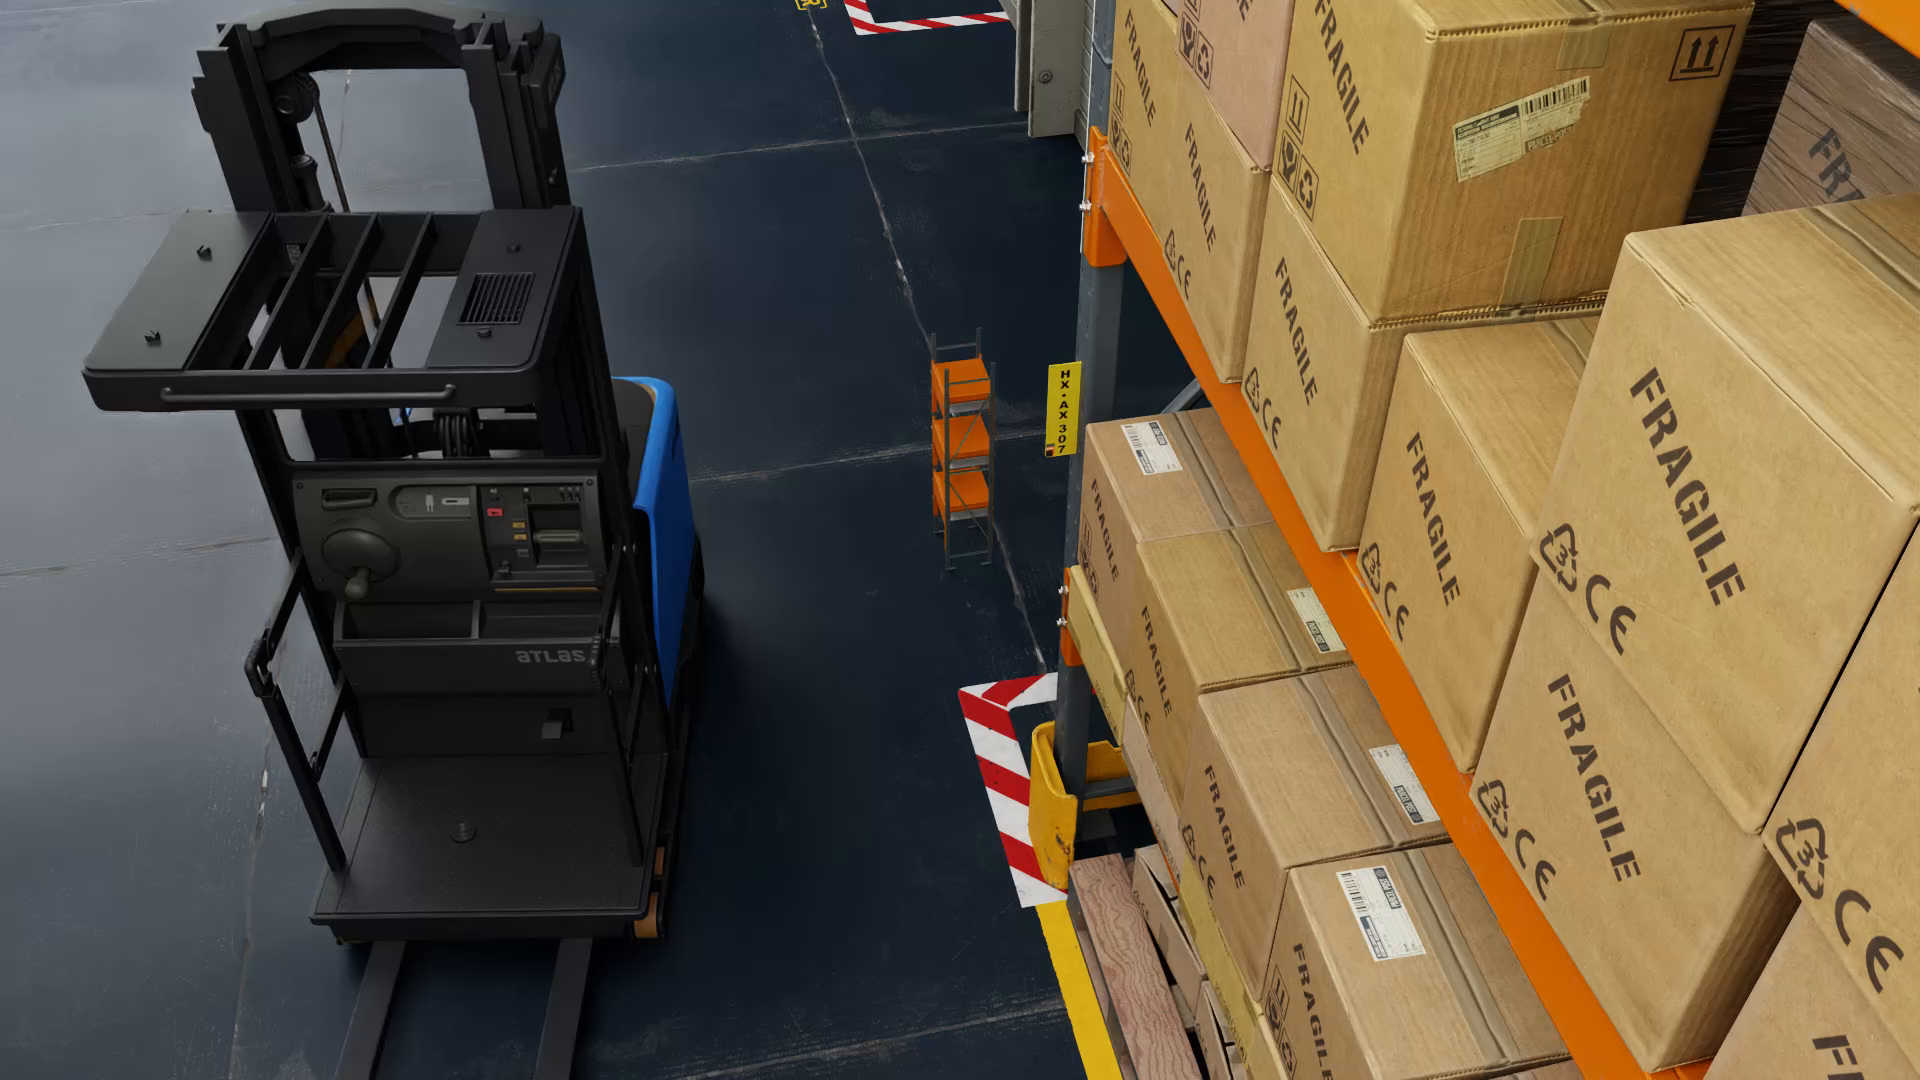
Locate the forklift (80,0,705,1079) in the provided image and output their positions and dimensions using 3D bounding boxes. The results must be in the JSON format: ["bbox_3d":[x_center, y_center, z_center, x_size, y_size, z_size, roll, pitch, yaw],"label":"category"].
[{"bbox_3d":[-1.565,0.065,4.969,1.130,2.935,3.031,-1,42,-1],"label":"forklift"}]

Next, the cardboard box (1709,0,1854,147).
[{"bbox_3d":[1.304,-1.072,3.095,0.500,0.500,0.500,-6,42,-7],"label":"cardboard box"}]

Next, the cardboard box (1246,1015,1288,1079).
[{"bbox_3d":[0.960,1.279,3.648,0.500,0.250,0.500,-8,42,-9],"label":"cardboard box"}]

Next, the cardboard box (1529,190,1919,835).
[{"bbox_3d":[1.066,-0.050,1.943,0.500,0.500,0.500,-10,43,-11],"label":"cardboard box"}]

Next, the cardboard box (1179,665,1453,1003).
[{"bbox_3d":[0.839,0.653,3.788,0.500,0.500,0.500,-10,42,-11],"label":"cardboard box"}]

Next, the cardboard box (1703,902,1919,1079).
[{"bbox_3d":[1.244,0.679,1.875,0.500,0.500,0.500,-12,43,-13],"label":"cardboard box"}]

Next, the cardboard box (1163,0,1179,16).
[{"bbox_3d":[0.674,-1.381,3.443,0.500,0.500,0.500,-11,43,-12],"label":"cardboard box"}]

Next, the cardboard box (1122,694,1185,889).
[{"bbox_3d":[0.749,0.620,4.390,0.500,0.250,0.500,-10,42,-11],"label":"cardboard box"}]

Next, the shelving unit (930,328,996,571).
[{"bbox_3d":[0.012,-0.358,6.862,0.215,1.050,0.252,-8,42,-9],"label":"shelving unit"}]

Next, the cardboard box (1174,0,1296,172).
[{"bbox_3d":[0.732,-1.049,3.069,0.500,0.500,0.500,-9,42,-10],"label":"cardboard box"}]

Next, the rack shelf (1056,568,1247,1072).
[{"bbox_3d":[1.259,1.440,3.910,1.077,0.370,4.000,-8,42,-9],"label":"rack shelf"}]

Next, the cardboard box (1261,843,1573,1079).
[{"bbox_3d":[0.962,0.986,3.413,0.500,0.500,0.500,-7,42,-8],"label":"cardboard box"}]

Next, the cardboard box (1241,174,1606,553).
[{"bbox_3d":[0.853,-0.350,3.035,0.500,0.500,0.500,-7,42,-7],"label":"cardboard box"}]

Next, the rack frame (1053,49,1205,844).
[{"bbox_3d":[0.827,-0.125,5.131,1.000,3.000,0.127,-8,42,-9],"label":"rack frame"}]

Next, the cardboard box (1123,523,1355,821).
[{"bbox_3d":[0.734,0.317,4.166,0.500,0.500,0.500,-8,42,-9],"label":"cardboard box"}]

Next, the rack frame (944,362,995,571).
[{"bbox_3d":[0.038,-0.279,6.773,0.200,1.050,0.008,-8,42,-9],"label":"rack frame"}]

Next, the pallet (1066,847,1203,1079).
[{"bbox_3d":[0.985,1.499,5.403,1.003,0.211,1.213,-8,42,-9],"label":"pallet"}]

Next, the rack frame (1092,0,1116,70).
[{"bbox_3d":[0.827,-2.369,3.140,1.000,3.000,0.127,-8,42,-9],"label":"rack frame"}]

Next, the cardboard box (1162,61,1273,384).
[{"bbox_3d":[0.737,-0.686,3.413,0.500,0.500,0.500,-6,42,-6],"label":"cardboard box"}]

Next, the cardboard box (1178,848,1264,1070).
[{"bbox_3d":[0.853,0.951,4.017,0.500,0.250,0.500,-9,42,-10],"label":"cardboard box"}]

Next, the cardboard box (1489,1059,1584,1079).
[{"bbox_3d":[1.075,1.323,3.033,0.500,0.500,0.500,-9,42,-11],"label":"cardboard box"}]

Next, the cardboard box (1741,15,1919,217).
[{"bbox_3d":[1.490,-0.422,2.363,0.500,0.500,0.500,-8,42,-9],"label":"cardboard box"}]

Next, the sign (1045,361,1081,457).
[{"bbox_3d":[0.298,-0.371,4.756,0.100,0.325,0.005,-8,42,-9],"label":"sign"}]

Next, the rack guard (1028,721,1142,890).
[{"bbox_3d":[0.844,0.859,5.906,1.175,0.500,0.348,-8,42,-9],"label":"rack guard"}]

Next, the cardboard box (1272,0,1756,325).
[{"bbox_3d":[0.854,-0.718,2.697,0.500,0.500,0.500,-7,42,-8],"label":"cardboard box"}]

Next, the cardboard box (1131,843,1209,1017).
[{"bbox_3d":[0.889,1.177,5.358,0.500,0.311,0.500,-13,43,-14],"label":"cardboard box"}]

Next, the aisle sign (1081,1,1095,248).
[{"bbox_3d":[0.519,-1.101,4.273,0.394,0.787,0.004,-8,42,-9],"label":"aisle sign"}]

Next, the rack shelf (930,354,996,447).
[{"bbox_3d":[0.012,-0.562,6.681,0.215,0.259,0.240,-8,42,-9],"label":"rack shelf"}]

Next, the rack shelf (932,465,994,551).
[{"bbox_3d":[0.012,-0.142,7.054,0.215,0.259,0.240,-8,42,-9],"label":"rack shelf"}]

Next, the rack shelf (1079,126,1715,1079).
[{"bbox_3d":[1.259,0.319,2.914,1.077,0.370,4.000,-8,42,-9],"label":"rack shelf"}]

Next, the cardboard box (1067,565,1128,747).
[{"bbox_3d":[0.623,0.285,4.767,0.500,0.250,0.500,-9,42,-11],"label":"cardboard box"}]

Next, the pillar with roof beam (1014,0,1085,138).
[{"bbox_3d":[-3.675,-5.311,6.455,9.100,9.000,0.400,-8,42,-9],"label":"pillar with roof beam"}]

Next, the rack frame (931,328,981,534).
[{"bbox_3d":[-0.015,-0.437,6.951,0.200,1.050,0.008,-8,42,-9],"label":"rack frame"}]

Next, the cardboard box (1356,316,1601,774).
[{"bbox_3d":[0.989,-0.006,2.647,0.500,0.500,0.500,-6,42,-7],"label":"cardboard box"}]

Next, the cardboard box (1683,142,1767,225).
[{"bbox_3d":[1.394,-0.406,3.098,0.500,0.500,0.500,-10,43,-11],"label":"cardboard box"}]

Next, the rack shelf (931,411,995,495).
[{"bbox_3d":[0.012,-0.350,6.869,0.215,0.259,0.240,-8,42,-9],"label":"rack shelf"}]

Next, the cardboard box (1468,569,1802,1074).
[{"bbox_3d":[1.087,0.326,2.274,0.500,0.500,0.500,-10,43,-11],"label":"cardboard box"}]

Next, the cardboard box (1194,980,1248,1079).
[{"bbox_3d":[1.012,1.547,4.942,0.500,0.311,0.500,-5,42,-6],"label":"cardboard box"}]

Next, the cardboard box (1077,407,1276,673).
[{"bbox_3d":[0.637,-0.004,4.529,0.500,0.500,0.500,-8,42,-9],"label":"cardboard box"}]

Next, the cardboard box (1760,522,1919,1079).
[{"bbox_3d":[1.189,0.286,1.566,0.500,0.500,0.500,-6,42,-7],"label":"cardboard box"}]

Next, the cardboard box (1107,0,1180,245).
[{"bbox_3d":[0.656,-1.039,3.811,0.500,0.500,0.500,-7,42,-8],"label":"cardboard box"}]
